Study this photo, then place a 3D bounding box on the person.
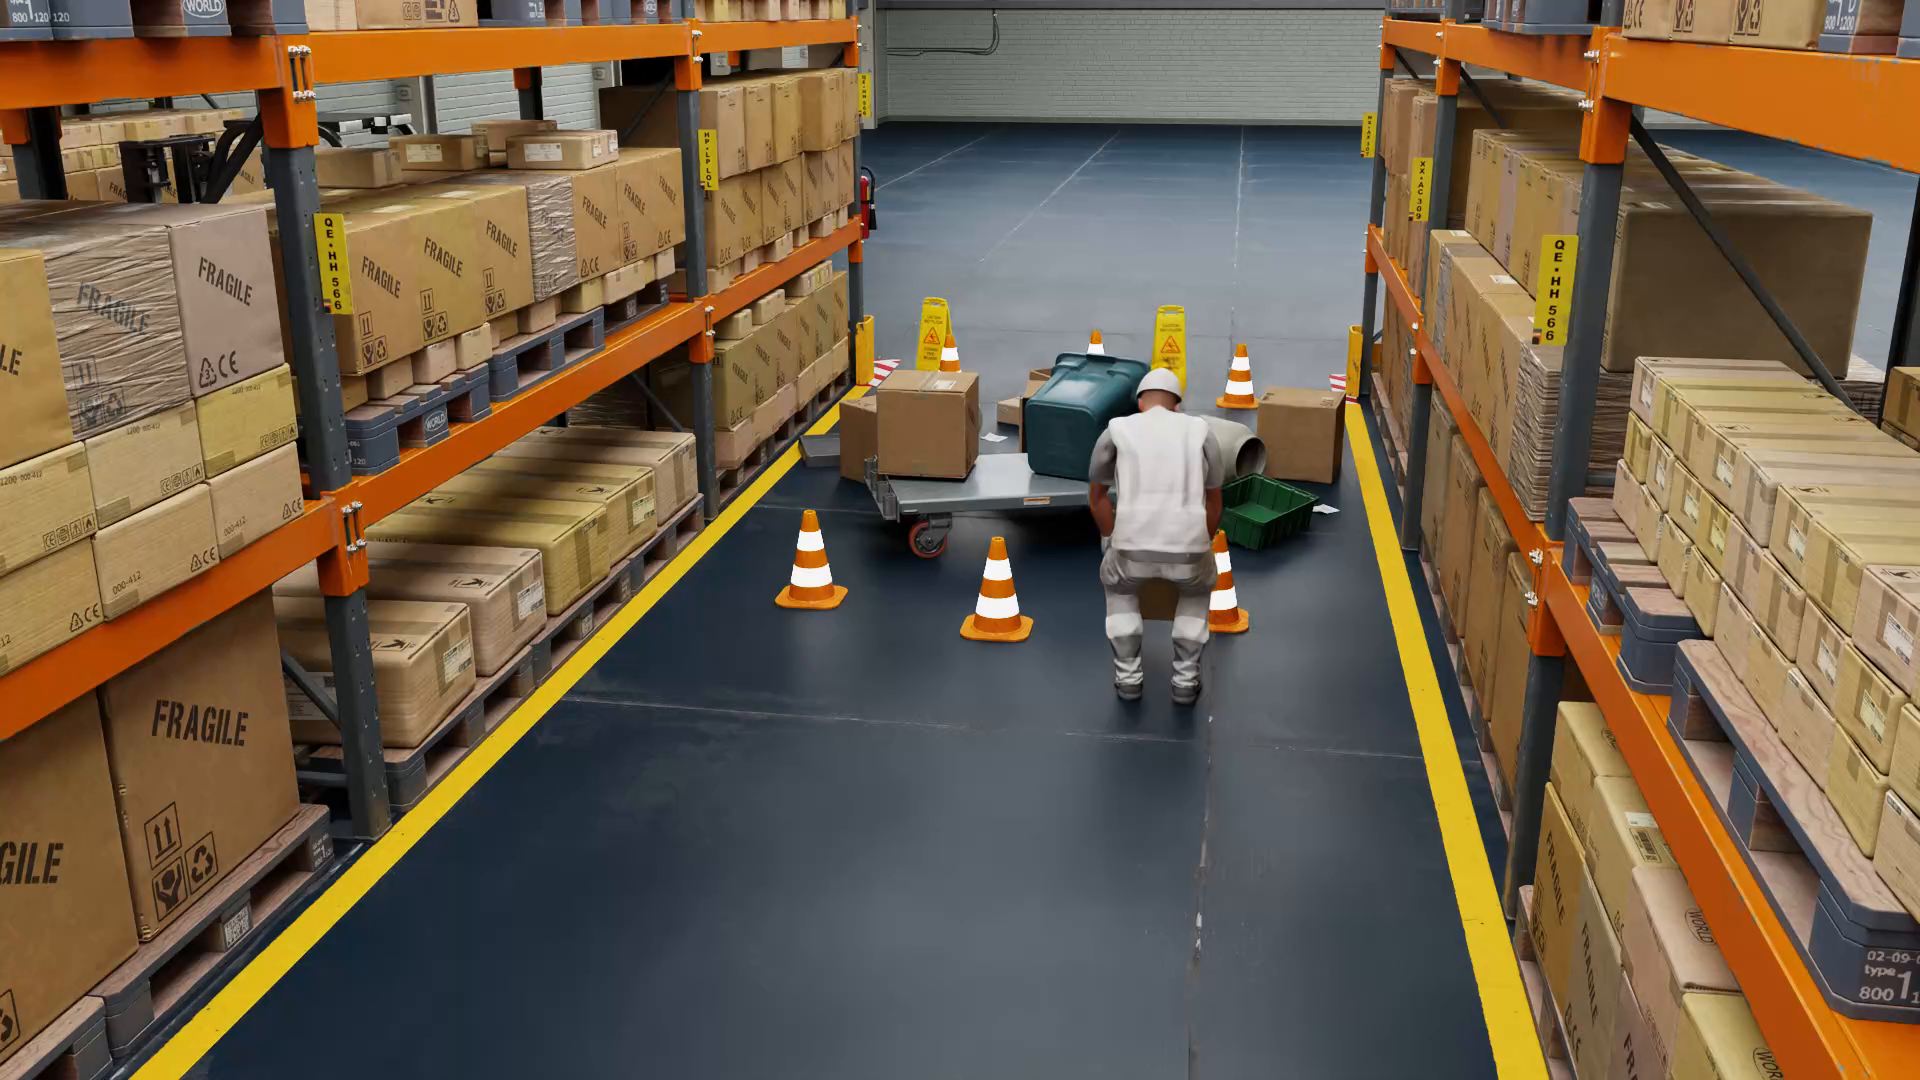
[{"bbox_3d":[0.837,-0.013,7.221,0.584,1.384,0.780,3,18,9],"label":"person"}]
